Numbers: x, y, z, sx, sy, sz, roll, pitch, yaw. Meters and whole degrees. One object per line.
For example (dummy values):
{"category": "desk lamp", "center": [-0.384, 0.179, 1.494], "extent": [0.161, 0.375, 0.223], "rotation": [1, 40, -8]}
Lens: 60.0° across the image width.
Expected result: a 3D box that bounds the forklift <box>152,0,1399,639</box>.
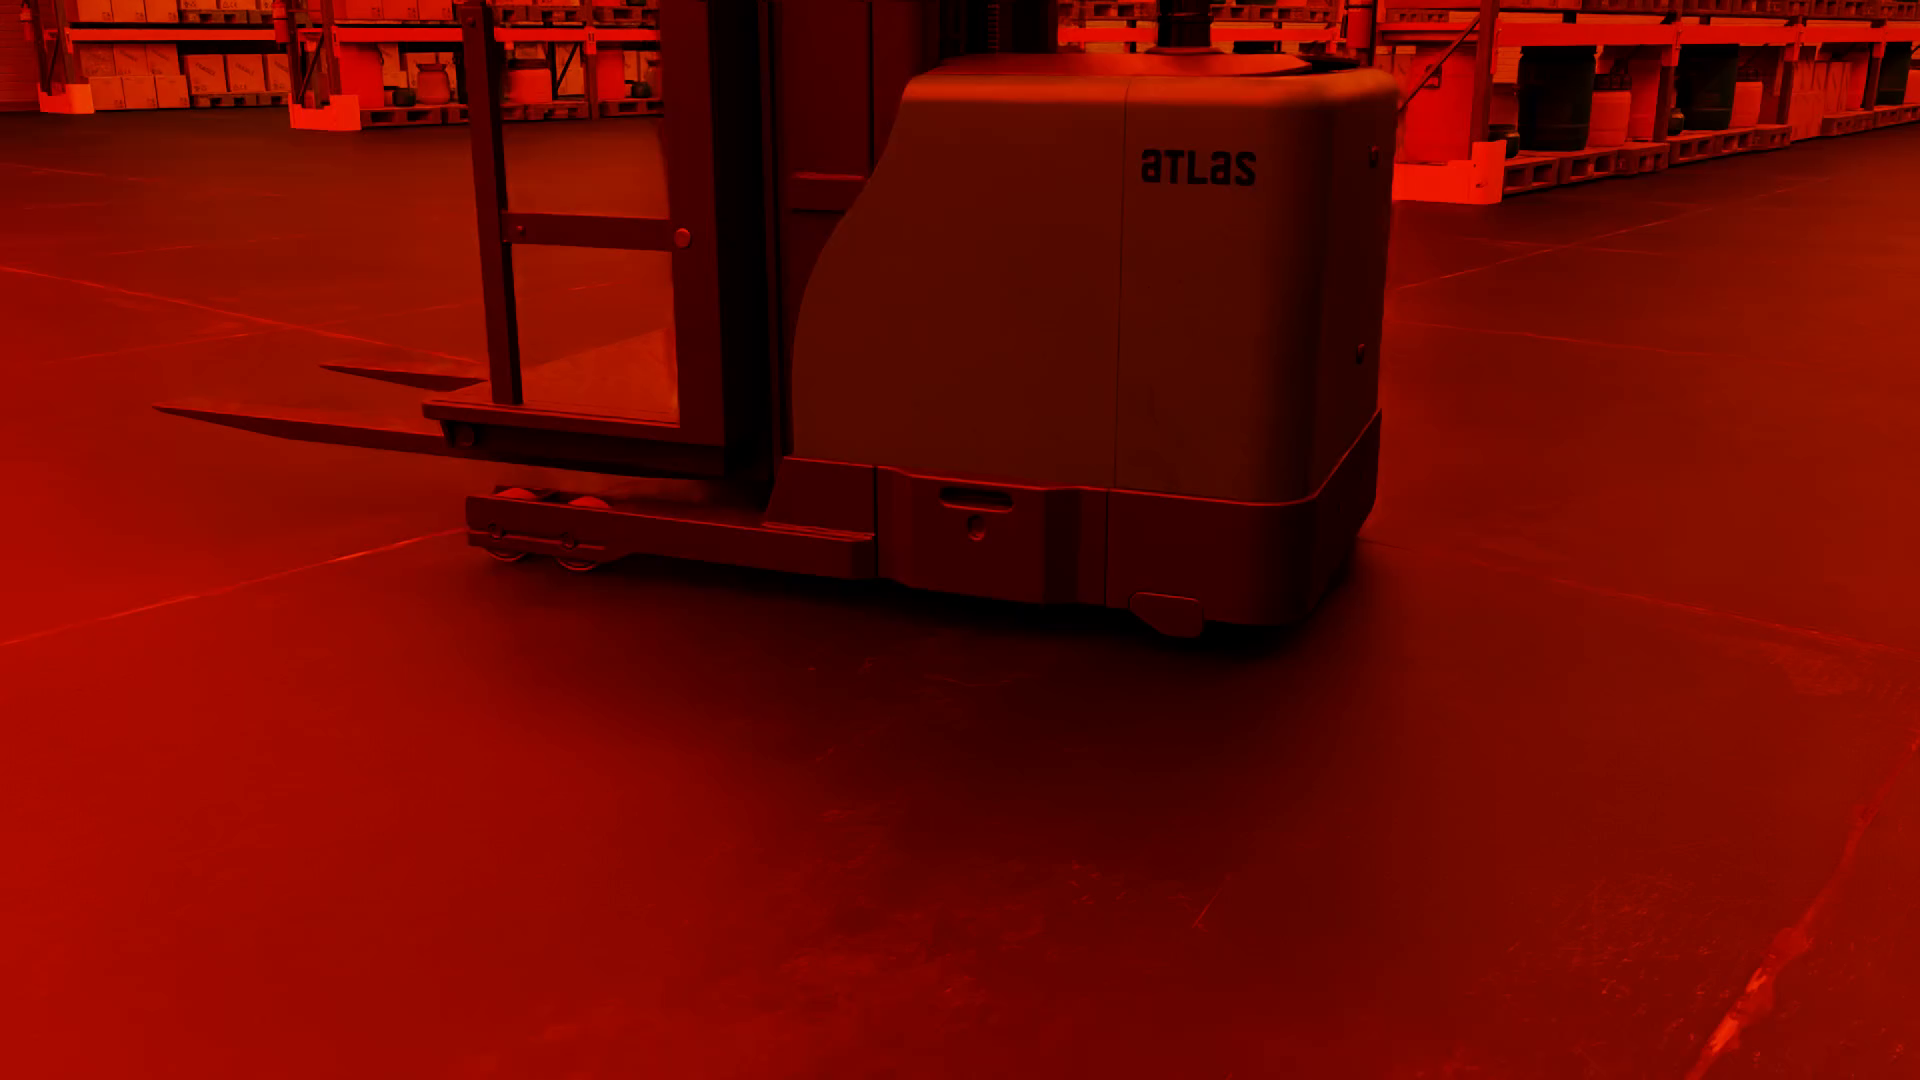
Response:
{"category": "forklift", "center": [-0.576, -1.465, 3.723], "extent": [3.031, 2.935, 1.130], "rotation": [7, 18, 21]}
